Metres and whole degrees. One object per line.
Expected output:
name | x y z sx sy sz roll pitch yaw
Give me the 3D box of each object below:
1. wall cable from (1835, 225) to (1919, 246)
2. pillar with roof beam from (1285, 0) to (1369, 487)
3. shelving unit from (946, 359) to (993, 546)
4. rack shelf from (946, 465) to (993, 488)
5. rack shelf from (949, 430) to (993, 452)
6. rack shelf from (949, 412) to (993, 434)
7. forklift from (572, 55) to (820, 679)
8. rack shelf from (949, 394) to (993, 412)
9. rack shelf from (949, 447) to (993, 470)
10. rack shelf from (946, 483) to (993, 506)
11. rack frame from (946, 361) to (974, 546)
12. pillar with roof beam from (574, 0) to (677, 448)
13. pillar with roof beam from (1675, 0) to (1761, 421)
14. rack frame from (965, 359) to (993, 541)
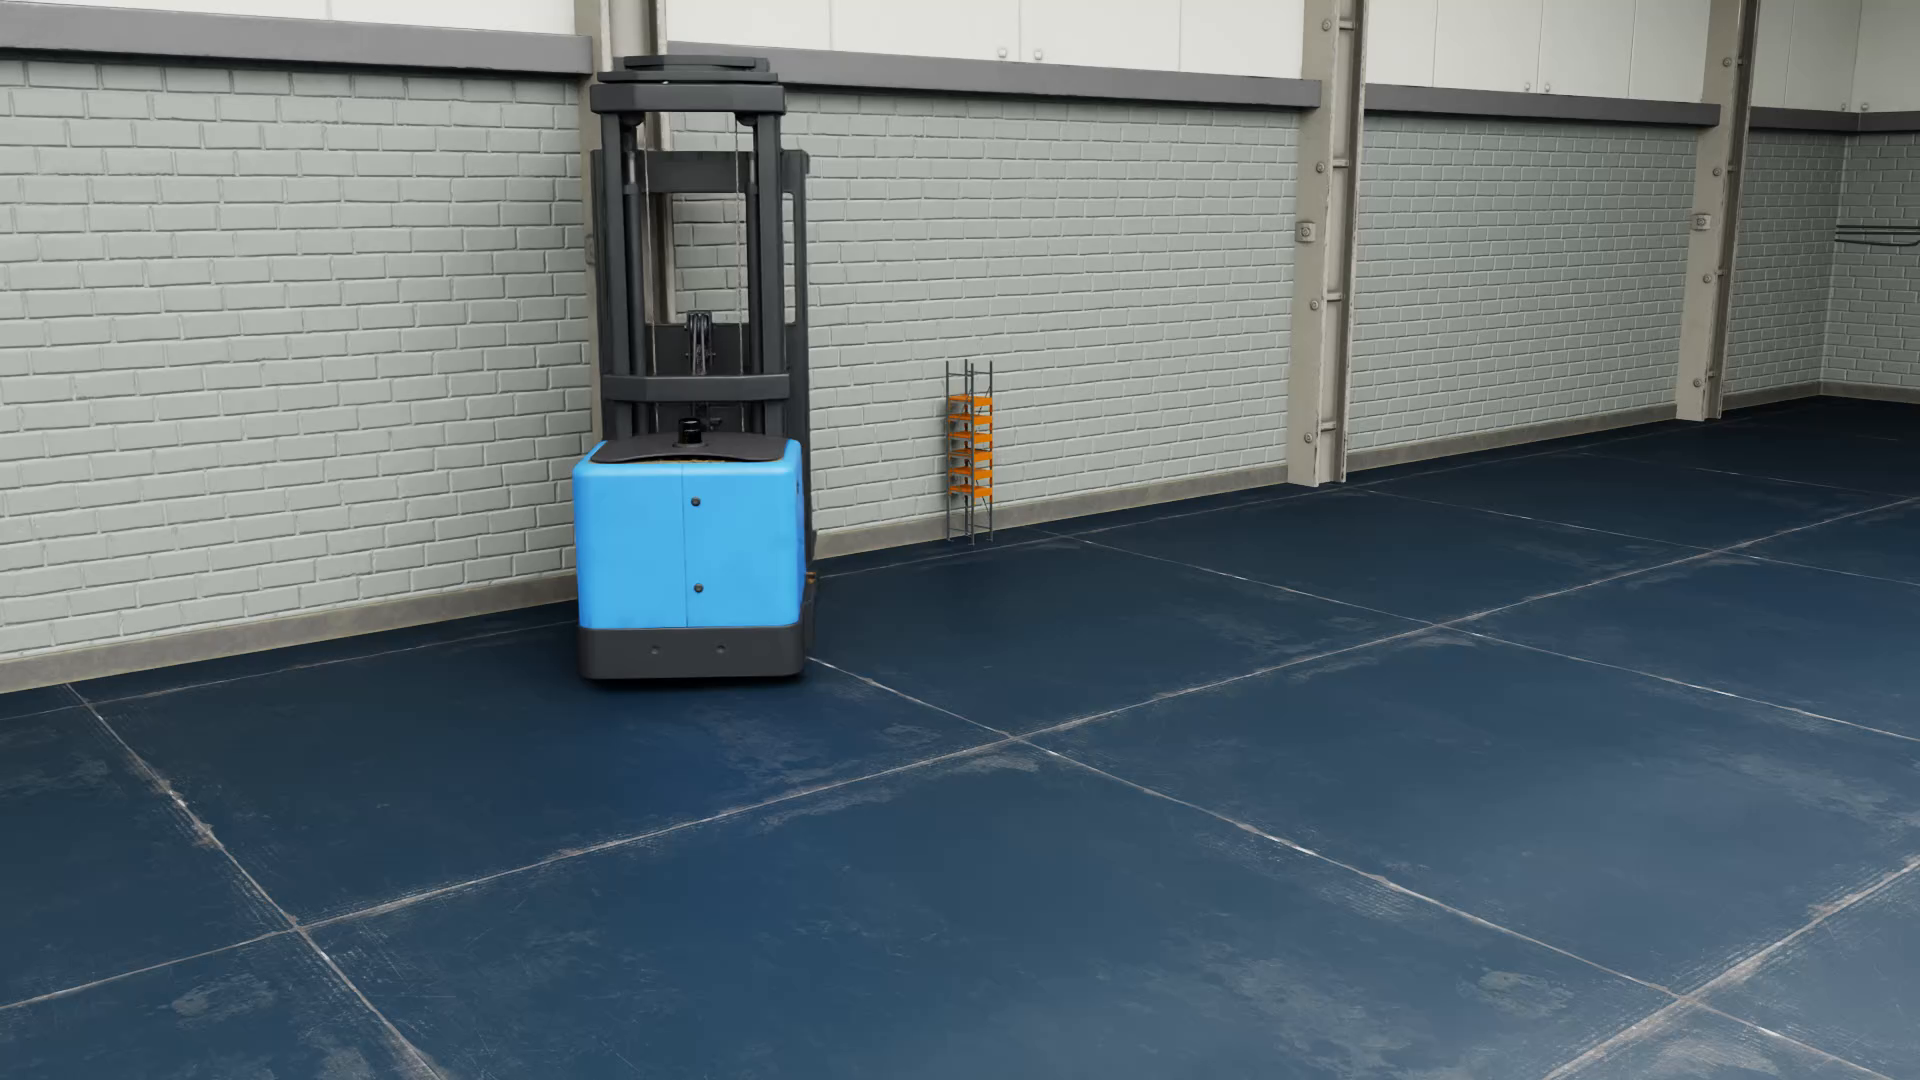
wall cable | 10.659 -4.297 17.175 0.112 2.526 3.097 -9 15 -38
pillar with roof beam | 5.537 -4.171 9.108 0.400 9.000 9.100 -9 15 -38
shelving unit | 0.062 -0.581 10.973 0.258 1.200 0.189 10 16 41
rack shelf | 0.063 -0.420 11.008 0.258 0.103 0.180 10 16 41
rack shelf | 0.062 -0.655 10.958 0.258 0.103 0.180 10 16 41
rack shelf | 0.061 -0.772 10.933 0.258 0.103 0.180 10 16 41
forklift | -1.349 -1.035 8.944 1.130 2.935 3.031 -1 12 -3
rack shelf | 0.061 -0.890 10.908 0.258 0.103 0.180 10 16 41
rack shelf | 0.062 -0.538 10.983 0.258 0.103 0.180 10 16 41
rack shelf | 0.063 -0.303 11.032 0.258 0.103 0.180 10 16 41
rack frame | 0.000 -0.567 10.907 0.240 1.200 0.006 10 16 41
pillar with roof beam | 0.852 -3.393 5.441 0.400 9.000 9.100 -9 15 -38
pillar with roof beam | 10.222 -4.950 12.774 0.400 9.000 9.100 -9 15 -38
rack frame | 0.124 -0.595 11.040 0.240 1.200 0.006 10 16 41
